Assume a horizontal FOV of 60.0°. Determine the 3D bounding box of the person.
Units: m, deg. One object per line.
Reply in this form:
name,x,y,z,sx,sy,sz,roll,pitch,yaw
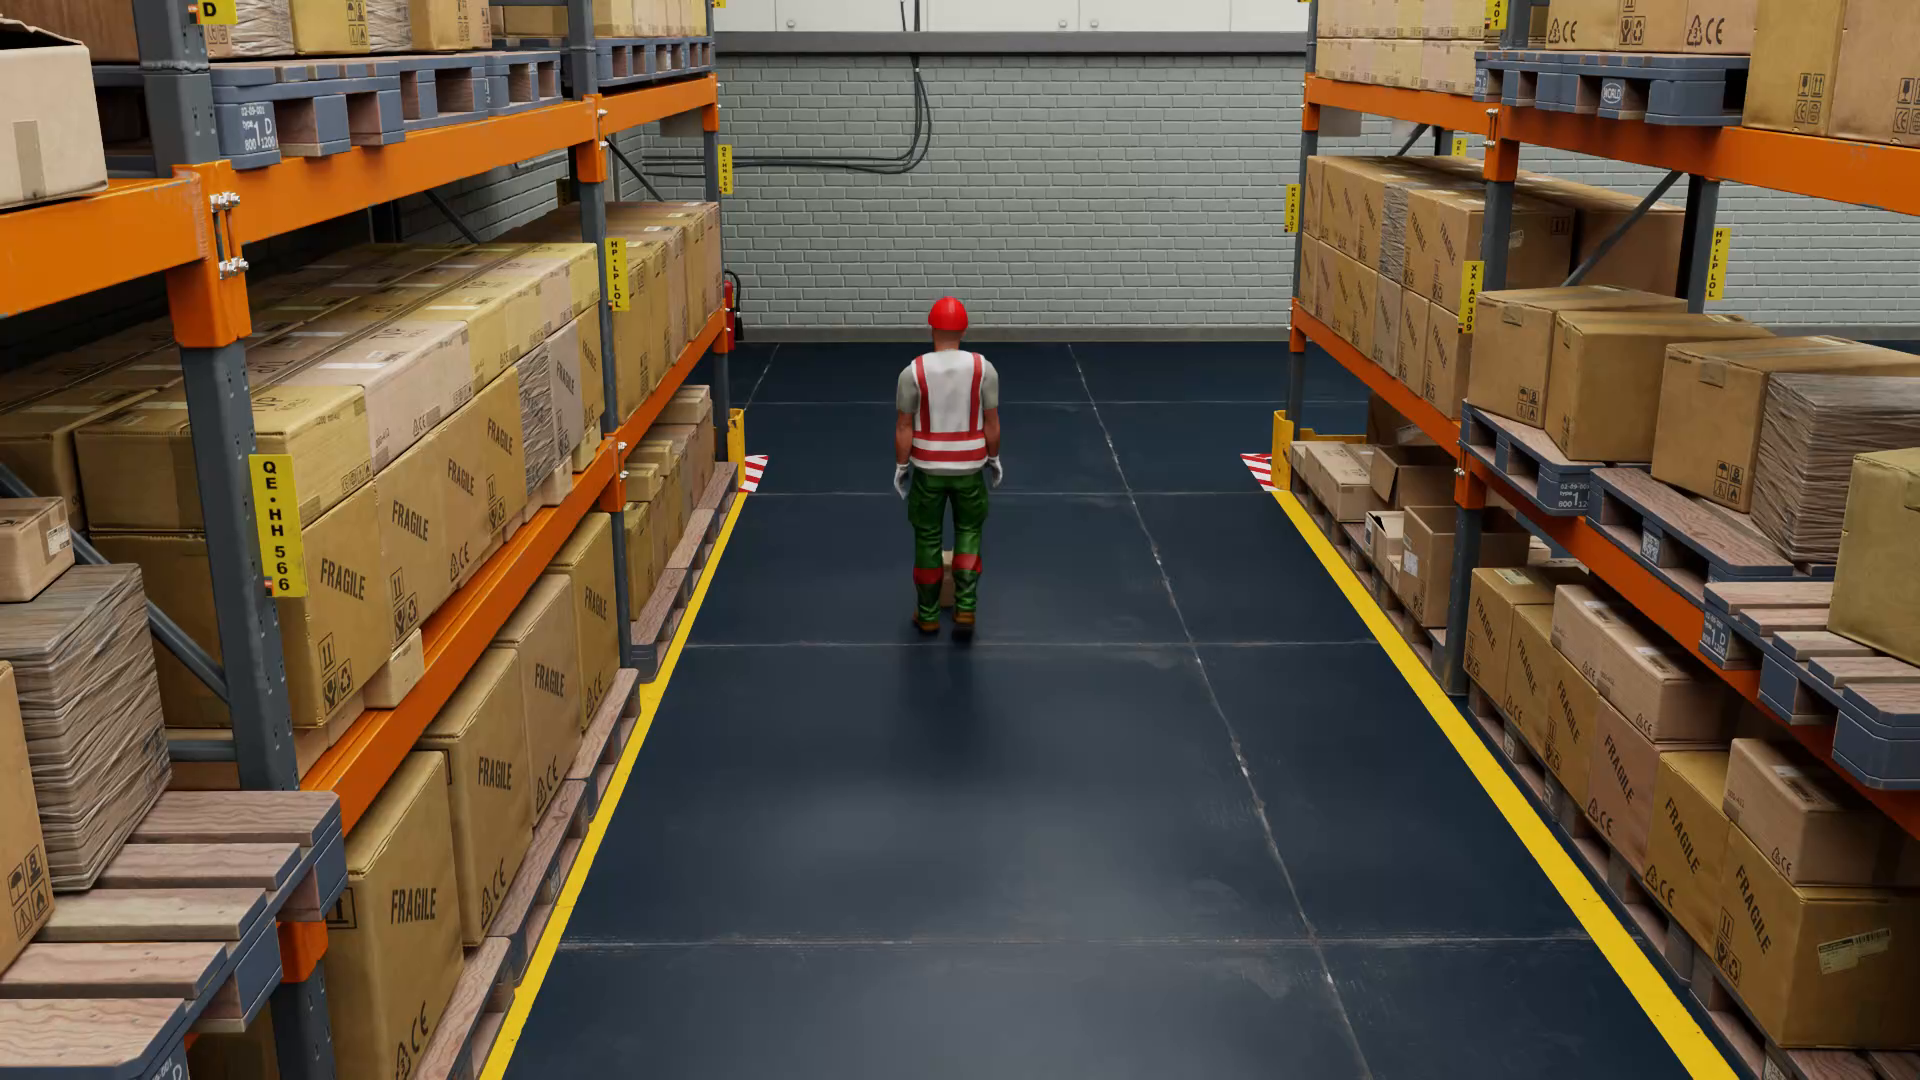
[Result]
person,-0.060,-0.383,8.705,0.579,1.791,0.468,-2,17,-5
